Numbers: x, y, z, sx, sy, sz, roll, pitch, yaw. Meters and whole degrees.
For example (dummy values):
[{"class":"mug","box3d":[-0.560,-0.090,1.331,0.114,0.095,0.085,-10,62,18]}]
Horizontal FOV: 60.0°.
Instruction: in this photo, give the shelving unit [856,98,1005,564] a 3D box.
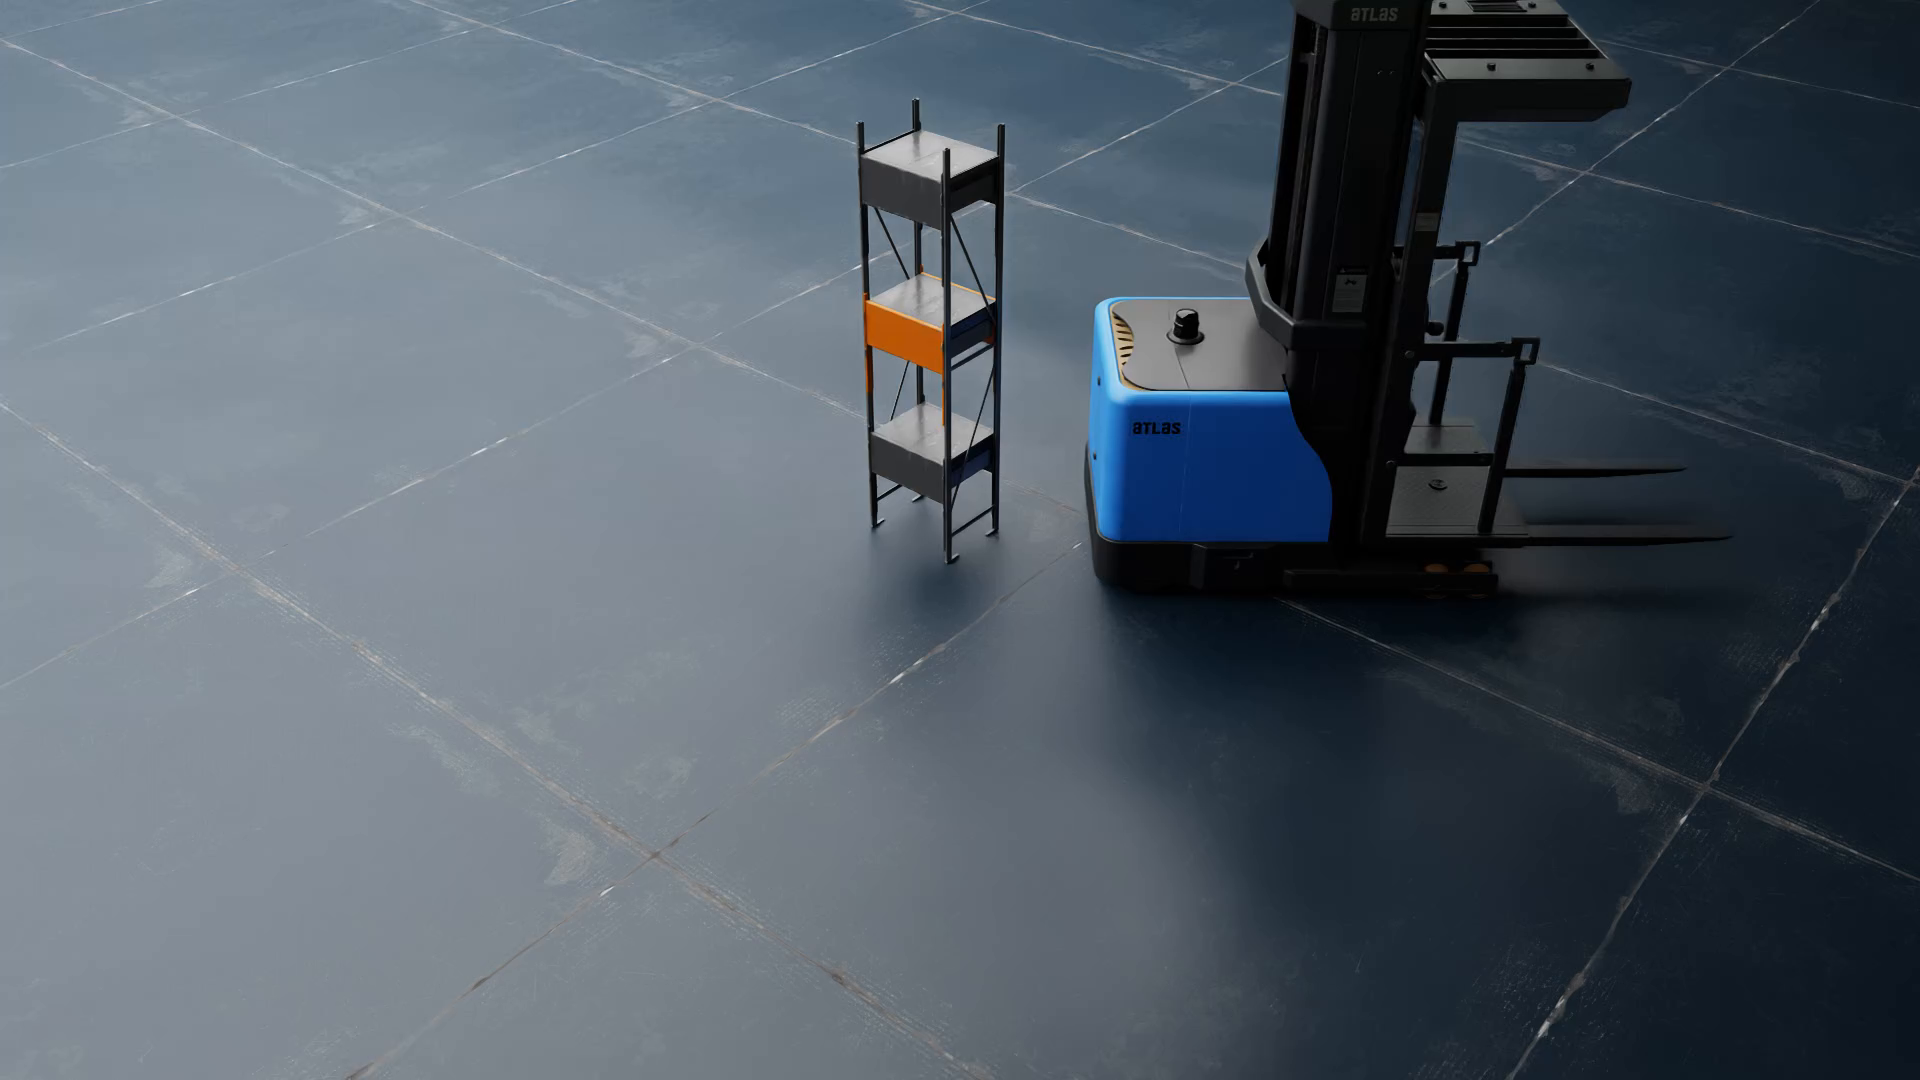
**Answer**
[{"class":"shelving unit","box3d":[-0.127,-0.926,7.743,0.503,2.100,0.431,25,42,32]}]

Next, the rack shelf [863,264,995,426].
[{"class":"rack shelf","box3d":[-0.127,-0.914,7.751,0.480,0.518,0.431,25,42,32]}]

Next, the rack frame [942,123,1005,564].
[{"class":"rack frame","box3d":[0.060,-0.837,7.614,0.015,2.100,0.400,25,42,32]}]

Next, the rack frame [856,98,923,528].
[{"class":"rack frame","box3d":[-0.315,-1.014,7.872,0.015,2.100,0.400,25,42,32]}]

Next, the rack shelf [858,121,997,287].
[{"class":"rack shelf","box3d":[-0.127,-1.491,7.354,0.480,0.518,0.431,25,42,32]}]

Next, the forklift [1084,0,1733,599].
[{"class":"forklift","box3d":[2.155,-1.232,7.455,3.031,2.935,1.130,0,34,0]}]

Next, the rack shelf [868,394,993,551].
[{"class":"rack shelf","box3d":[-0.127,-0.337,8.147,0.480,0.518,0.431,25,42,32]}]
